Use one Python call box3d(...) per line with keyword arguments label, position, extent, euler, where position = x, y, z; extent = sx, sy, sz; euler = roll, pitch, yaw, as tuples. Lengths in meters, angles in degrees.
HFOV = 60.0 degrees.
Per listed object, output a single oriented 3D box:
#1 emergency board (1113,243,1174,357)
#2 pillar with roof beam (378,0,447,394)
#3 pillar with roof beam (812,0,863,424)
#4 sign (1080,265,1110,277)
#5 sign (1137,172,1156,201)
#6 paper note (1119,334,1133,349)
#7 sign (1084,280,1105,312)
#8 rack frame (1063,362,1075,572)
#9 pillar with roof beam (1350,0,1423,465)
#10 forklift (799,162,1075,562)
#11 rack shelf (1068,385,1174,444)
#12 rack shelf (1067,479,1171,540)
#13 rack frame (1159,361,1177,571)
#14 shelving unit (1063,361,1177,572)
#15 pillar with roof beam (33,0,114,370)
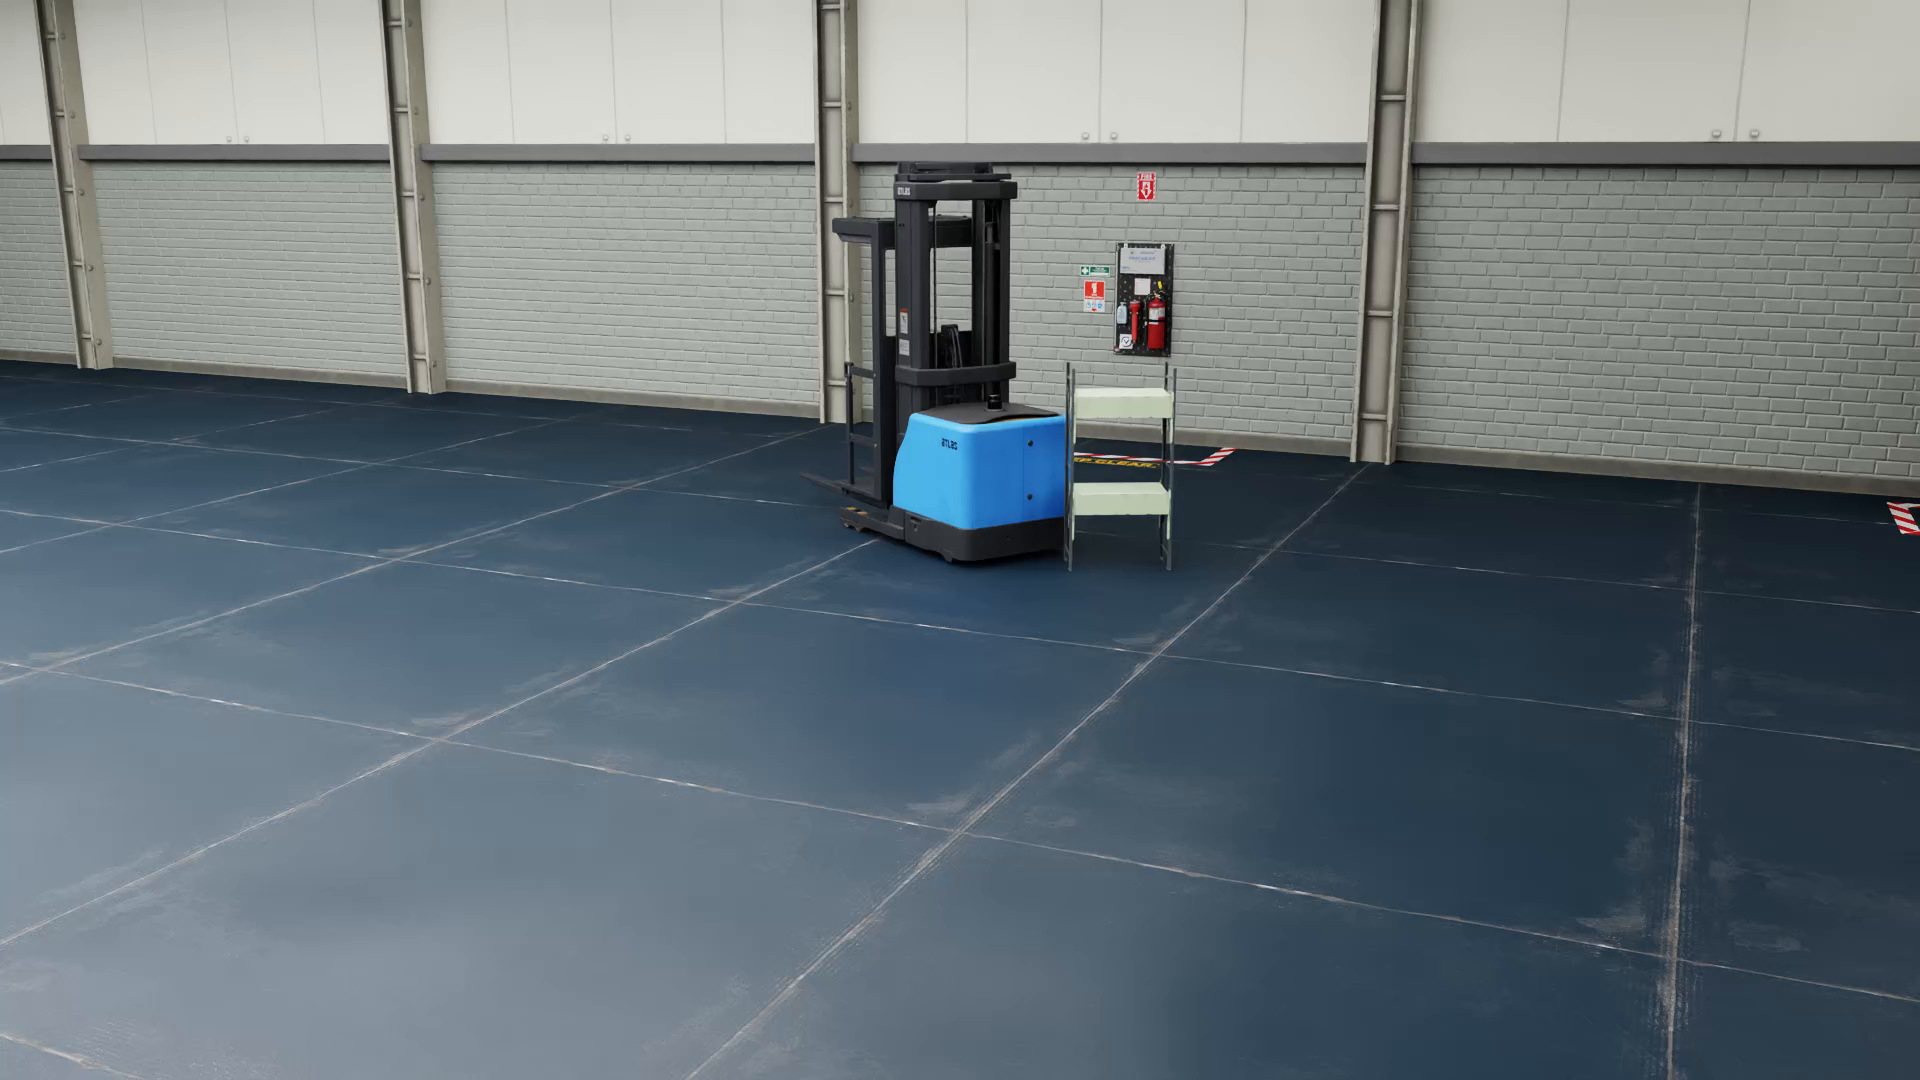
box3d(label="emergency board", position=(1.887, -2.492, 17.308), extent=(0.643, 1.169, 0.194), euler=(6, 14, 23))
box3d(label="pillar with roof beam", position=(-8.584, -5.387, 16.515), extent=(0.400, 9.000, 9.100), euler=(6, 14, 23))
box3d(label="pillar with roof beam", position=(-3.098, -4.832, 14.149), extent=(0.400, 9.000, 9.100), euler=(6, 14, 23))
box3d(label="sign", position=(1.424, -2.838, 17.544), extent=(0.331, 0.109, 0.001), euler=(6, 14, 23))
box3d(label="sign", position=(1.920, -3.642, 17.135), extent=(0.199, 0.298, 0.001), euler=(6, 14, 23))
box3d(label="paper note", position=(1.753, -2.094, 17.540), extent=(0.142, 0.148, 0.016), euler=(6, 14, 23))
box3d(label="sign", position=(1.423, -2.582, 17.614), extent=(0.234, 0.329, 0.001), euler=(6, 14, 23))
box3d(label="rack frame", position=(0.808, -0.543, 12.286), extent=(0.023, 1.500, 0.400), euler=(-1, 13, -2))
box3d(label="pillar with roof beam", position=(2.387, -4.277, 11.783), extent=(0.400, 9.000, 9.100), euler=(6, 14, 23))
box3d(label="forklift", position=(-0.337, -1.548, 13.434), extent=(1.130, 2.935, 3.031), euler=(-8, 16, -32))
box3d(label="rack shelf", position=(1.173, -0.927, 12.212), extent=(0.720, 0.370, 0.431), euler=(-1, 13, -2))
box3d(label="rack shelf", position=(1.173, -0.229, 12.376), extent=(0.720, 0.370, 0.431), euler=(-1, 13, -2))
box3d(label="rack frame", position=(1.539, -0.550, 12.317), extent=(0.023, 1.500, 0.400), euler=(-1, 13, -2))
box3d(label="shelving unit", position=(1.173, -0.547, 12.301), extent=(0.755, 1.500, 0.431), euler=(-1, 13, -2))
box3d(label="pillar with roof beam", position=(-14.070, -5.942, 18.880), extent=(0.400, 9.000, 9.100), euler=(6, 14, 23))
